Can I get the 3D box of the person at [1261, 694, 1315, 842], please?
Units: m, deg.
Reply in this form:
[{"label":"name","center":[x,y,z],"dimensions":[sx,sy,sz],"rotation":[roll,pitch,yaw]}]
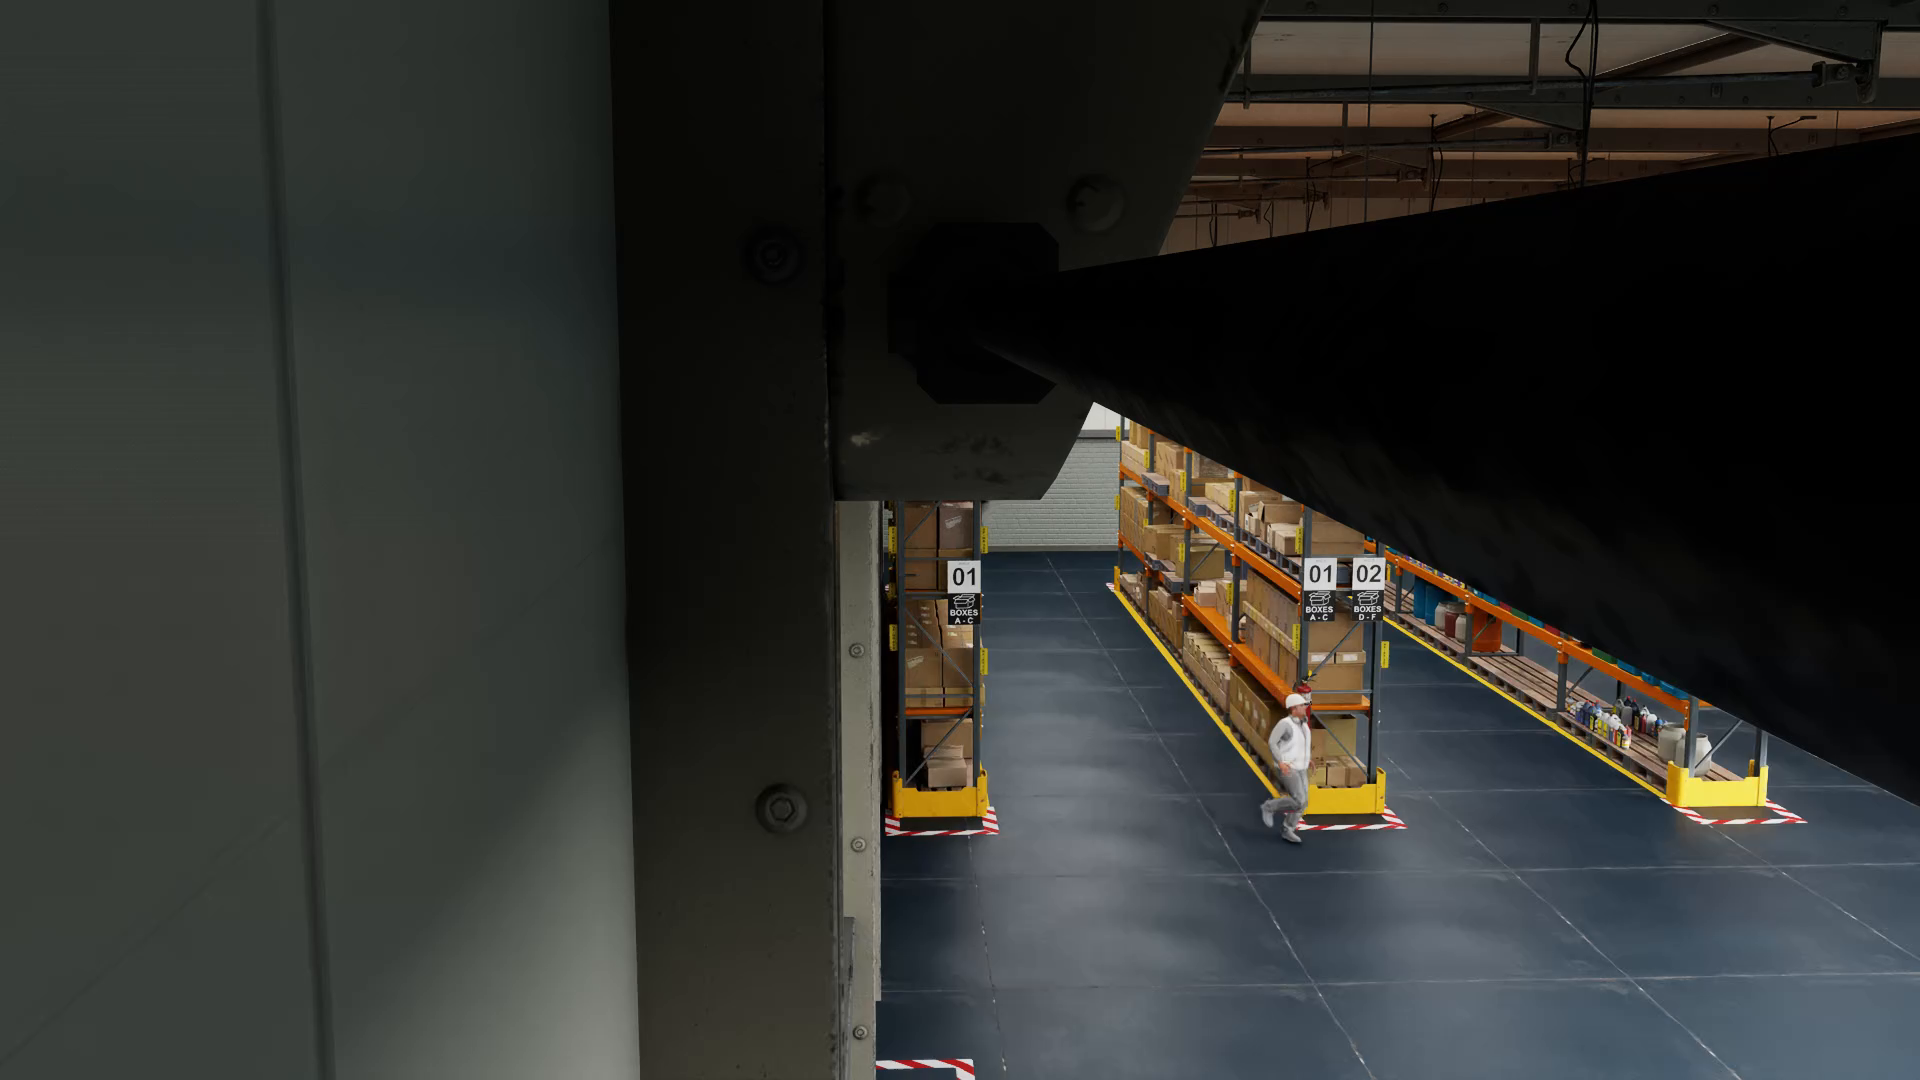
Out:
[{"label":"person","center":[3.952,2.669,19.712],"dimensions":[0.555,1.700,0.689],"rotation":[8,11,43]}]
